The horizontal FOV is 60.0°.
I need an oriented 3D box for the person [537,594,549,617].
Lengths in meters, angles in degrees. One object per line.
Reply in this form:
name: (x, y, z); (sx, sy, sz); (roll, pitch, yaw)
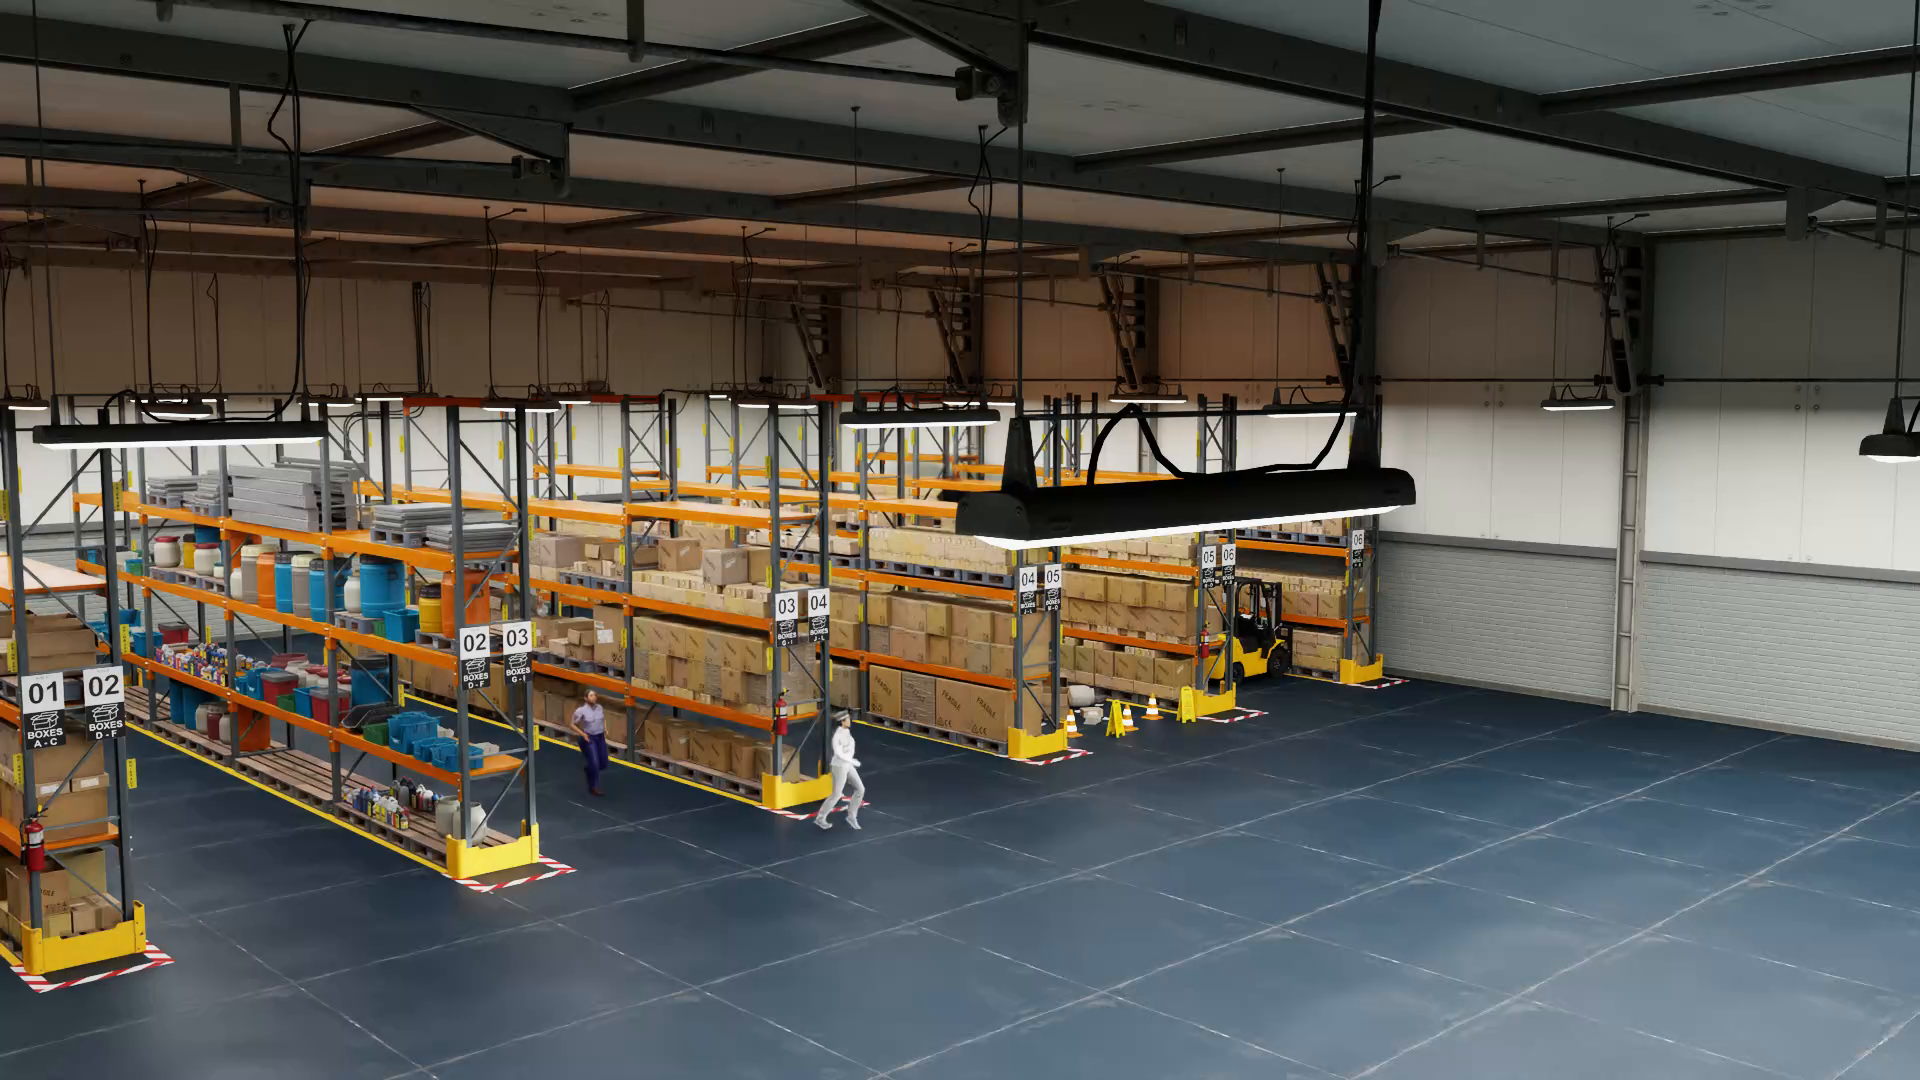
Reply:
person: (-9.296, 1.990, 36.753); (0.513, 1.606, 0.675); (-5, 7, -41)

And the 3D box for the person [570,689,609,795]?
person: (-5.652, 3.076, 25.462); (0.600, 1.596, 0.610); (5, 7, 42)

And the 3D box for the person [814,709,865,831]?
person: (-1.667, 3.224, 23.497); (0.646, 1.669, 0.678); (1, 6, 10)
